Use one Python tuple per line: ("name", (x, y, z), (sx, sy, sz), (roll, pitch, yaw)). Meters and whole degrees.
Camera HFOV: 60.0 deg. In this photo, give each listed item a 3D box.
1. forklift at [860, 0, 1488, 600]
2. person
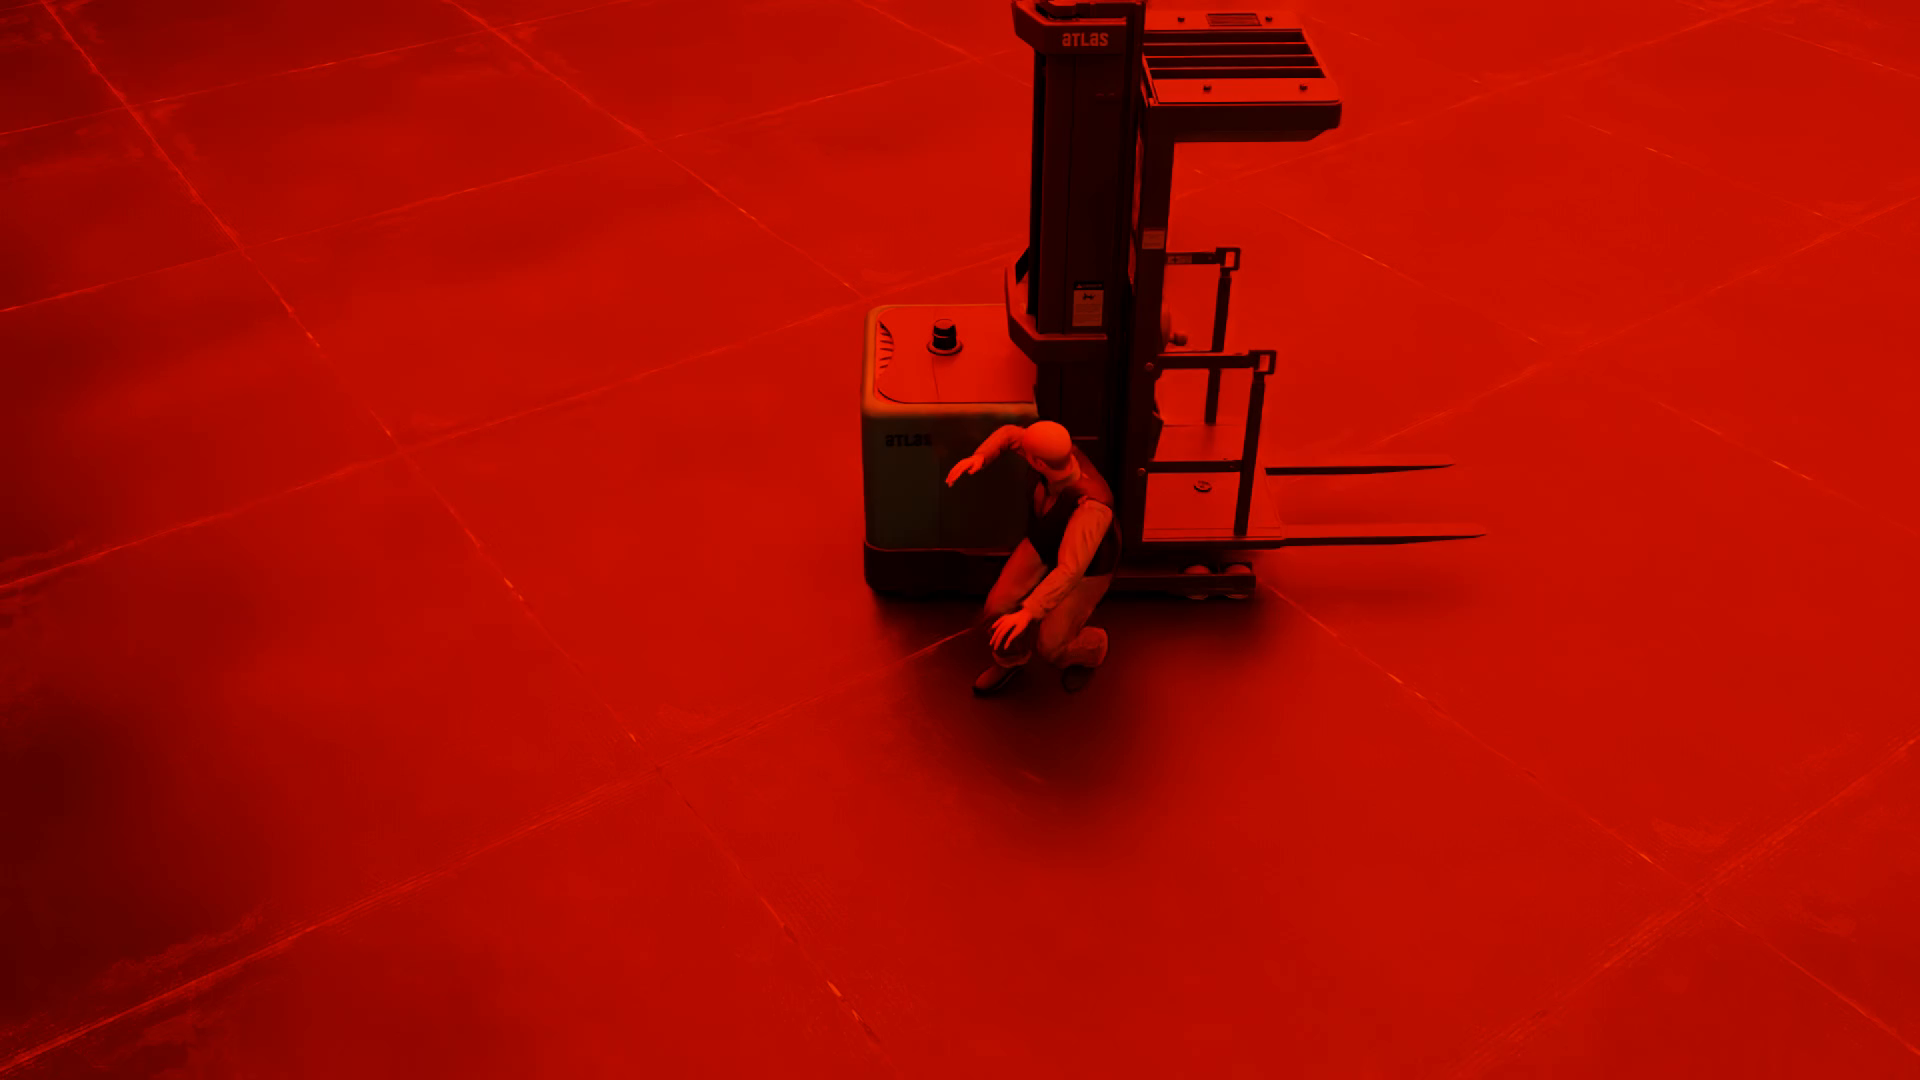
("forklift", (1.044, -1.208, 7.578), (3.031, 2.935, 1.130), (-1, 36, -1))
("person", (0.276, 0.123, 7.002), (0.767, 1.453, 0.958), (30, 46, 34))
